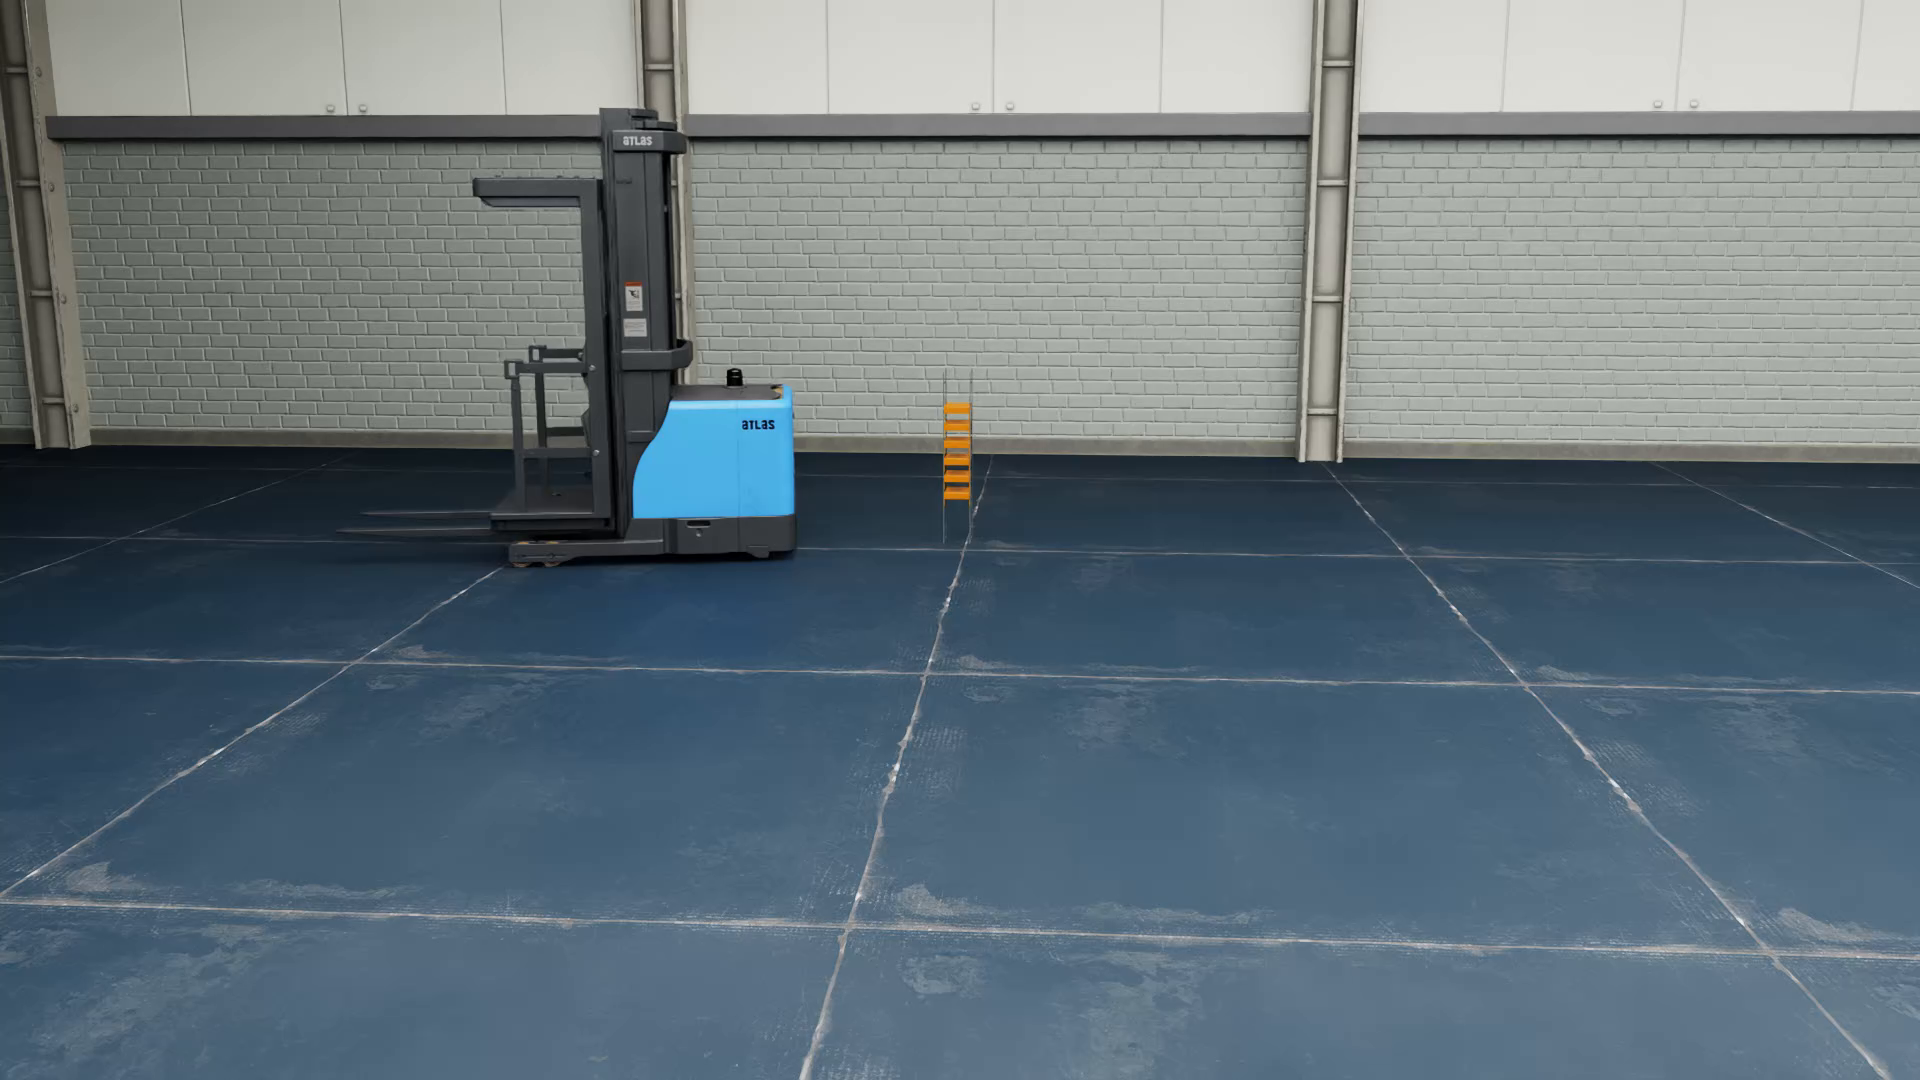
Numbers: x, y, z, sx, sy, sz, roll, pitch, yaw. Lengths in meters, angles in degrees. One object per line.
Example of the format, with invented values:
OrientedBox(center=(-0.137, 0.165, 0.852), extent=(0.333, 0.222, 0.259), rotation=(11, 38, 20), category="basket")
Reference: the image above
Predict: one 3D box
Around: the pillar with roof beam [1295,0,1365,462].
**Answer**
OrientedBox(center=(3.013, -4.268, 10.191), extent=(0.400, 9.000, 9.100), rotation=(1, 12, 4), category="pillar with roof beam")

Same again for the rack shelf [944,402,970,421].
OrientedBox(center=(-0.014, -0.896, 11.582), extent=(0.180, 0.103, 0.258), rotation=(1, 12, 4), category="rack shelf")

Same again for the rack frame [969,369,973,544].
OrientedBox(center=(0.077, -0.586, 11.640), extent=(0.006, 1.200, 0.240), rotation=(1, 12, 4), category="rack frame")

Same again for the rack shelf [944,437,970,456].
OrientedBox(center=(-0.014, -0.661, 11.631), extent=(0.180, 0.103, 0.258), rotation=(1, 12, 4), category="rack shelf")

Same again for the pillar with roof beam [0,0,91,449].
OrientedBox(center=(-8.960, -4.432, 10.976), extent=(0.400, 9.000, 9.100), rotation=(1, 12, 4), category="pillar with roof beam")

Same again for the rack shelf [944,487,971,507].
OrientedBox(center=(-0.014, -0.309, 11.704), extent=(0.180, 0.103, 0.258), rotation=(1, 12, 4), category="rack shelf")

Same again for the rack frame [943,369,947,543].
OrientedBox(center=(-0.106, -0.589, 11.652), extent=(0.006, 1.200, 0.240), rotation=(1, 12, 4), category="rack frame")

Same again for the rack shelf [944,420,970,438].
OrientedBox(center=(-0.014, -0.779, 11.606), extent=(0.180, 0.103, 0.258), rotation=(1, 12, 4), category="rack shelf")

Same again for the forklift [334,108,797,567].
OrientedBox(center=(-2.645, -1.369, 11.154), extent=(3.031, 2.935, 1.130), rotation=(-1, 12, -5), category="forklift")

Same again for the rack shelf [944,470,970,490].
OrientedBox(center=(-0.014, -0.427, 11.680), extent=(0.180, 0.103, 0.258), rotation=(1, 12, 4), category="rack shelf")

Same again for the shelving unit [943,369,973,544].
OrientedBox(center=(-0.014, -0.587, 11.646), extent=(0.189, 1.200, 0.258), rotation=(1, 12, 4), category="shelving unit")

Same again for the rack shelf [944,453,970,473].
OrientedBox(center=(-0.014, -0.544, 11.655), extent=(0.180, 0.103, 0.258), rotation=(1, 12, 4), category="rack shelf")

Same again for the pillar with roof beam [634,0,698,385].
OrientedBox(center=(-2.974, -4.350, 10.584), extent=(0.400, 9.000, 9.100), rotation=(1, 12, 4), category="pillar with roof beam")
